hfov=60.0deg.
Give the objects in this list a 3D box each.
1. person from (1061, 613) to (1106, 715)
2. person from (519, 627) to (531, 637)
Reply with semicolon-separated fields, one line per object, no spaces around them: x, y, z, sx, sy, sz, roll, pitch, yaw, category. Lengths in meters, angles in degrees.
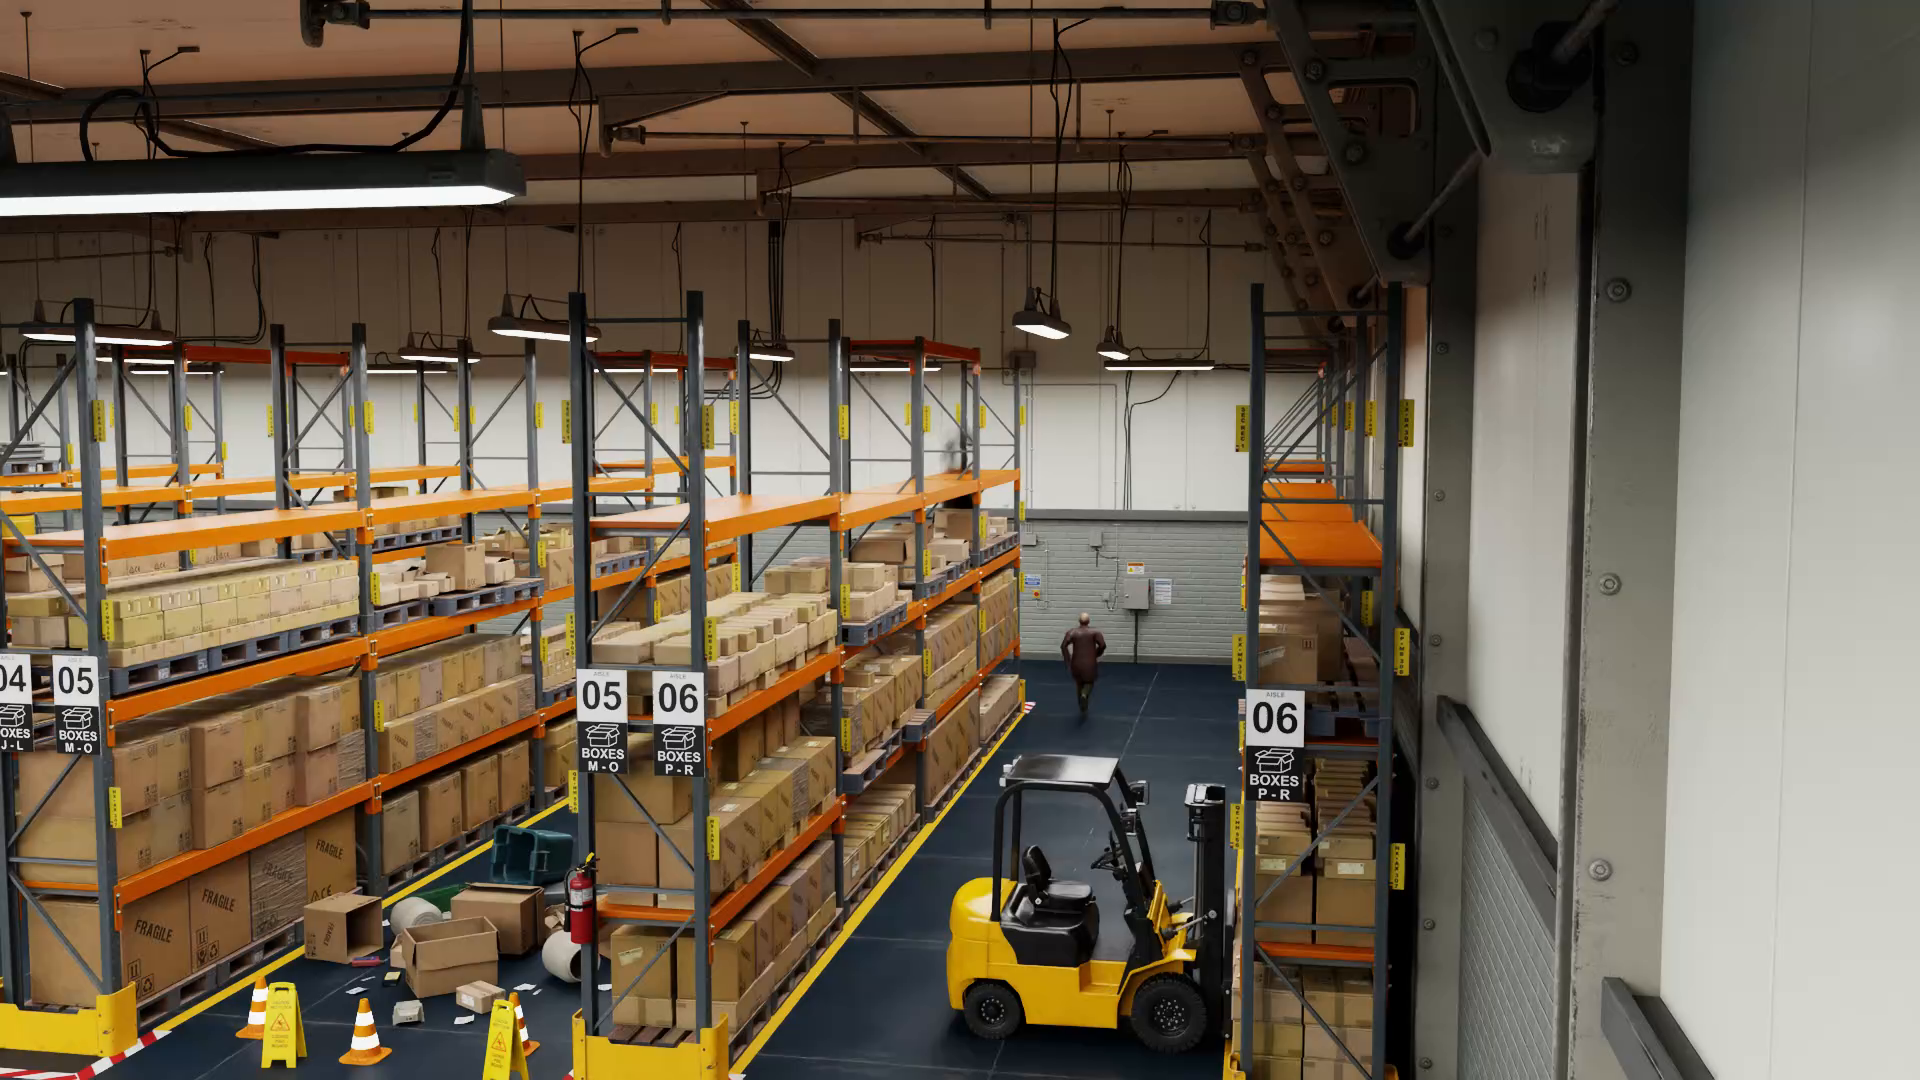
2.063;2.084;27.662;0.748;1.756;0.710;1;5;12;person
-6.645;2.235;25.636;0.631;1.789;0.704;1;5;10;person
